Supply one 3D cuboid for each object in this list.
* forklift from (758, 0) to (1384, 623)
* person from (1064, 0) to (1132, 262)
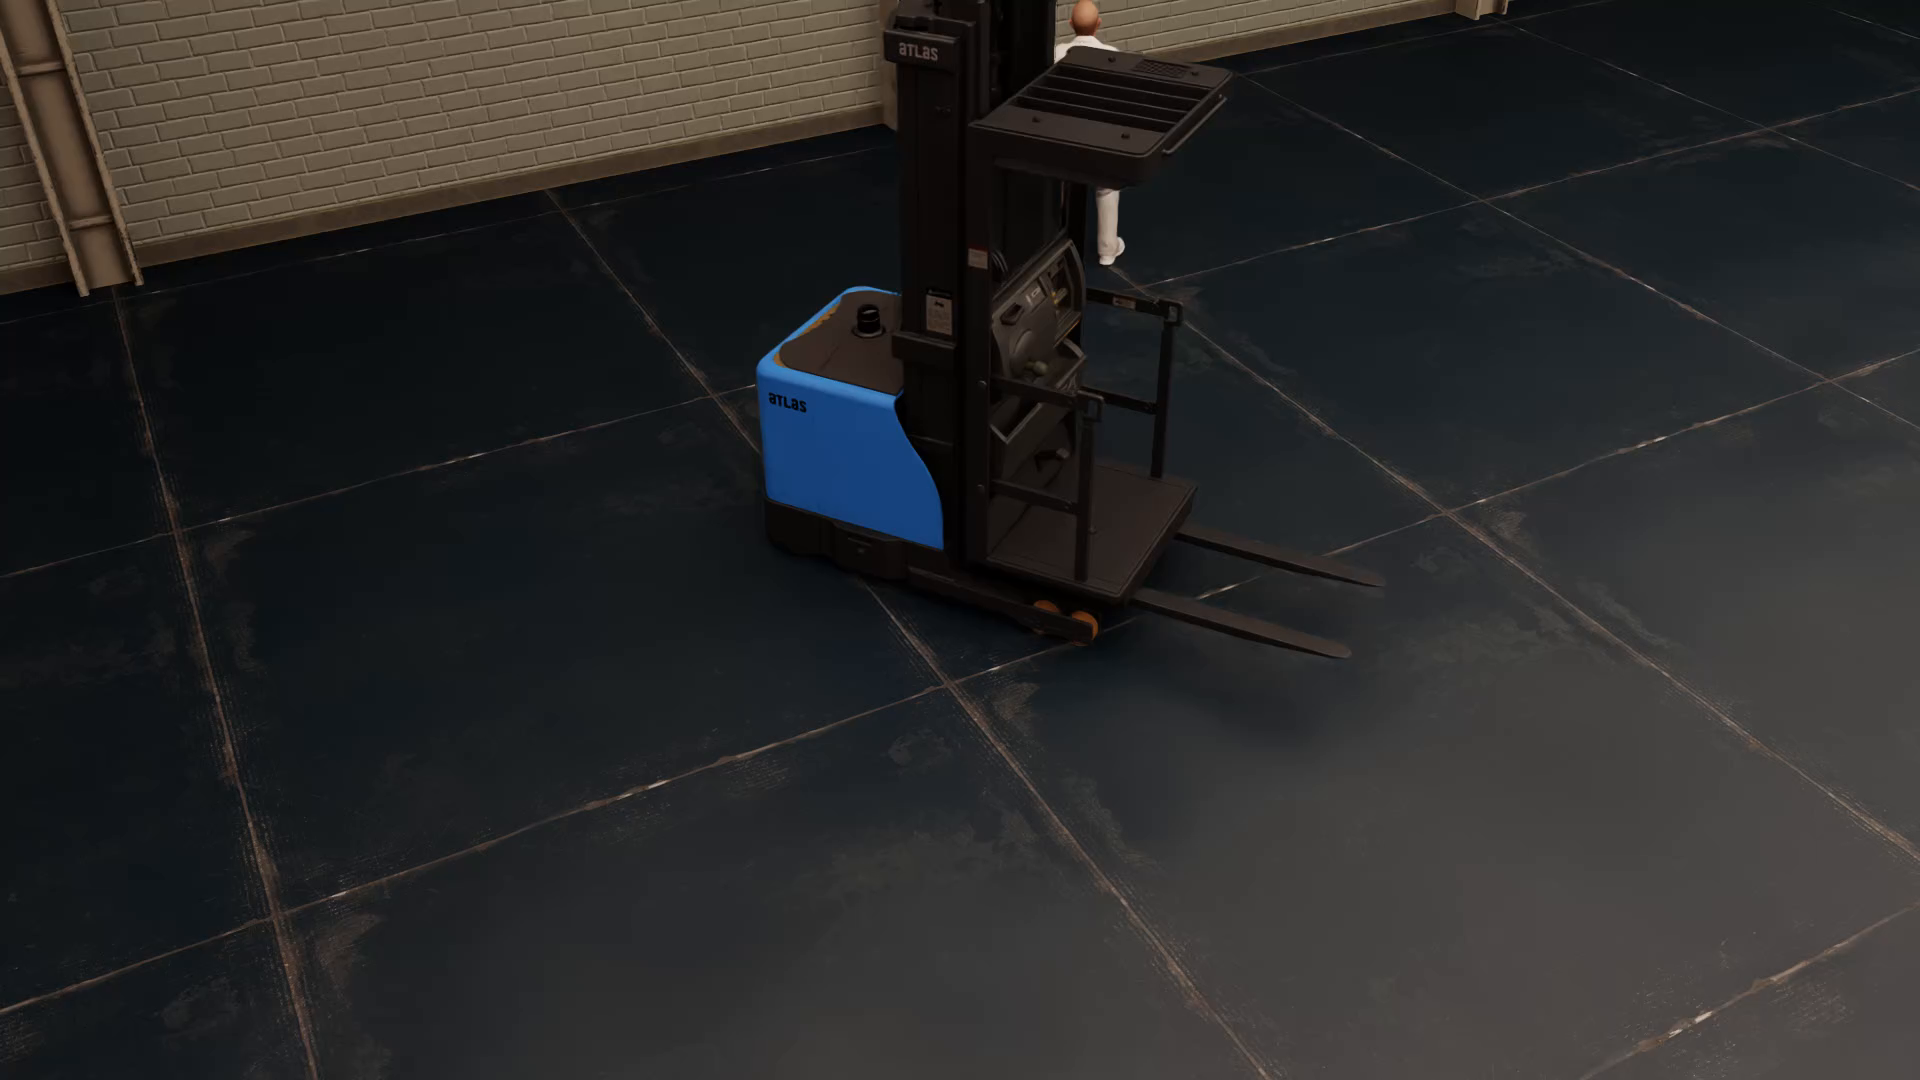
[{"bbox_3d":[0.601,-1.131,7.723,3.031,2.935,1.130,7,36,9],"label":"forklift"},{"bbox_3d":[0.851,-2.689,10.925,0.689,1.785,0.553,9,36,13],"label":"person"}]
